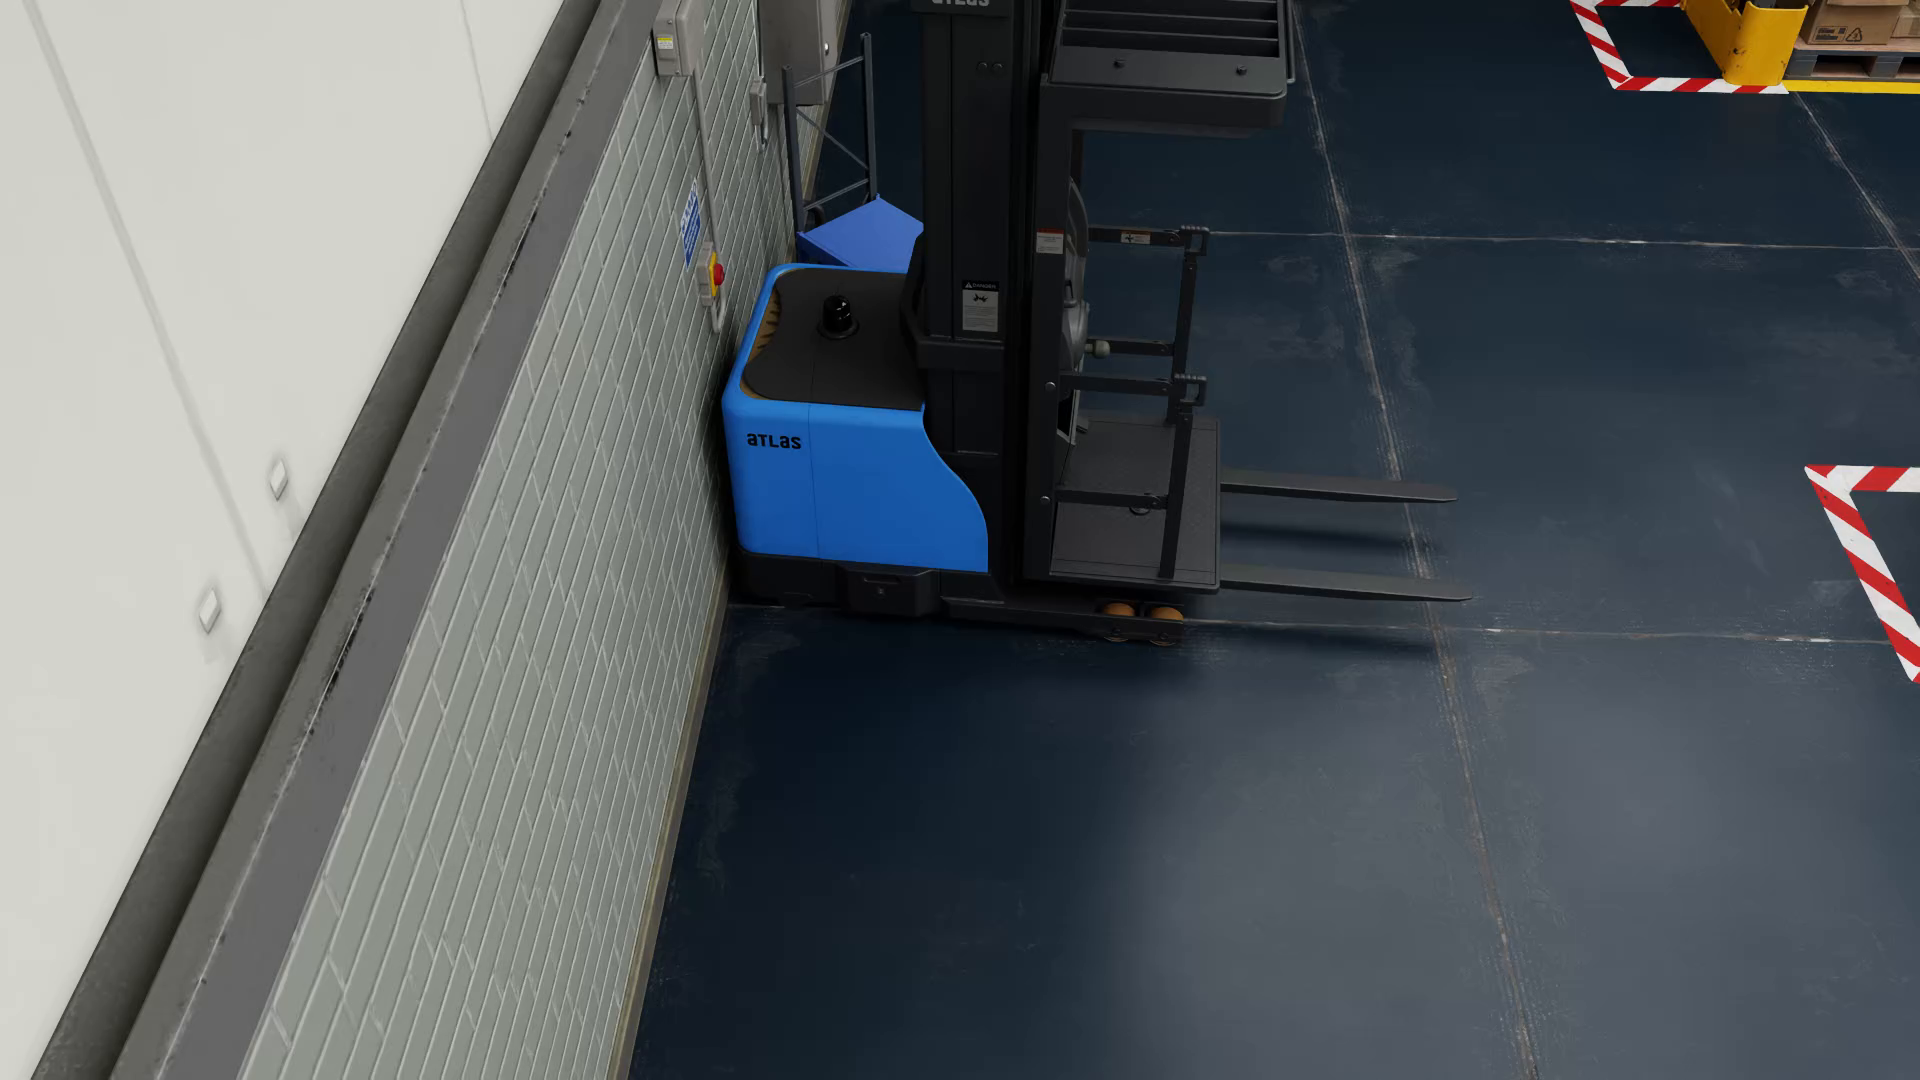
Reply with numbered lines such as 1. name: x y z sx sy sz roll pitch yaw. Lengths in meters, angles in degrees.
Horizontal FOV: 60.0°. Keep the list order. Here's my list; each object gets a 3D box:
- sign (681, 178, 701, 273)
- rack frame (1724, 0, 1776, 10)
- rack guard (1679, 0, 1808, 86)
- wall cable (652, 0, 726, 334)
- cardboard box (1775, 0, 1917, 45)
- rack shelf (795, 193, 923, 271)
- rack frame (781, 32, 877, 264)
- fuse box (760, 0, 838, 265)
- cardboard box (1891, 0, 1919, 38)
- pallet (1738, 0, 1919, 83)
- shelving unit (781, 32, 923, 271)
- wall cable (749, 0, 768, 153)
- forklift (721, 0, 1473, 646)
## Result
1. sign: -1.002 -1.177 6.201 0.001 0.218 0.327 2 43 2
2. rack frame: 4.915 -4.332 9.785 0.127 3.000 1.000 2 43 2
3. rack guard: 4.991 -3.416 10.635 0.348 0.500 1.175 2 43 2
4. wall cable: -0.939 -1.493 5.969 0.123 1.953 0.585 2 43 2
5. cardboard box: 5.522 -3.489 10.404 0.637 0.503 0.797 0 43 0
6. rack shelf: -0.255 -1.276 7.868 0.538 0.185 1.000 -32 52 -30
7. rack frame: -0.602 -1.661 8.018 0.500 1.500 0.032 -32 52 -30
8. fuse box: -0.699 -2.064 8.296 0.414 1.711 0.539 2 43 2
9. cardboard box: 5.944 -3.320 10.482 0.250 0.149 0.380 0 43 0
10. pallet: 5.787 -3.286 10.708 1.213 0.211 1.003 2 43 2
11. shelving unit: -0.255 -1.407 7.746 0.538 1.500 1.048 -32 52 -30
12. wall cable: -0.887 -2.447 7.017 0.122 1.984 0.588 2 43 2
13. forklift: 0.622 -1.022 6.282 3.031 2.935 1.130 5 43 5
